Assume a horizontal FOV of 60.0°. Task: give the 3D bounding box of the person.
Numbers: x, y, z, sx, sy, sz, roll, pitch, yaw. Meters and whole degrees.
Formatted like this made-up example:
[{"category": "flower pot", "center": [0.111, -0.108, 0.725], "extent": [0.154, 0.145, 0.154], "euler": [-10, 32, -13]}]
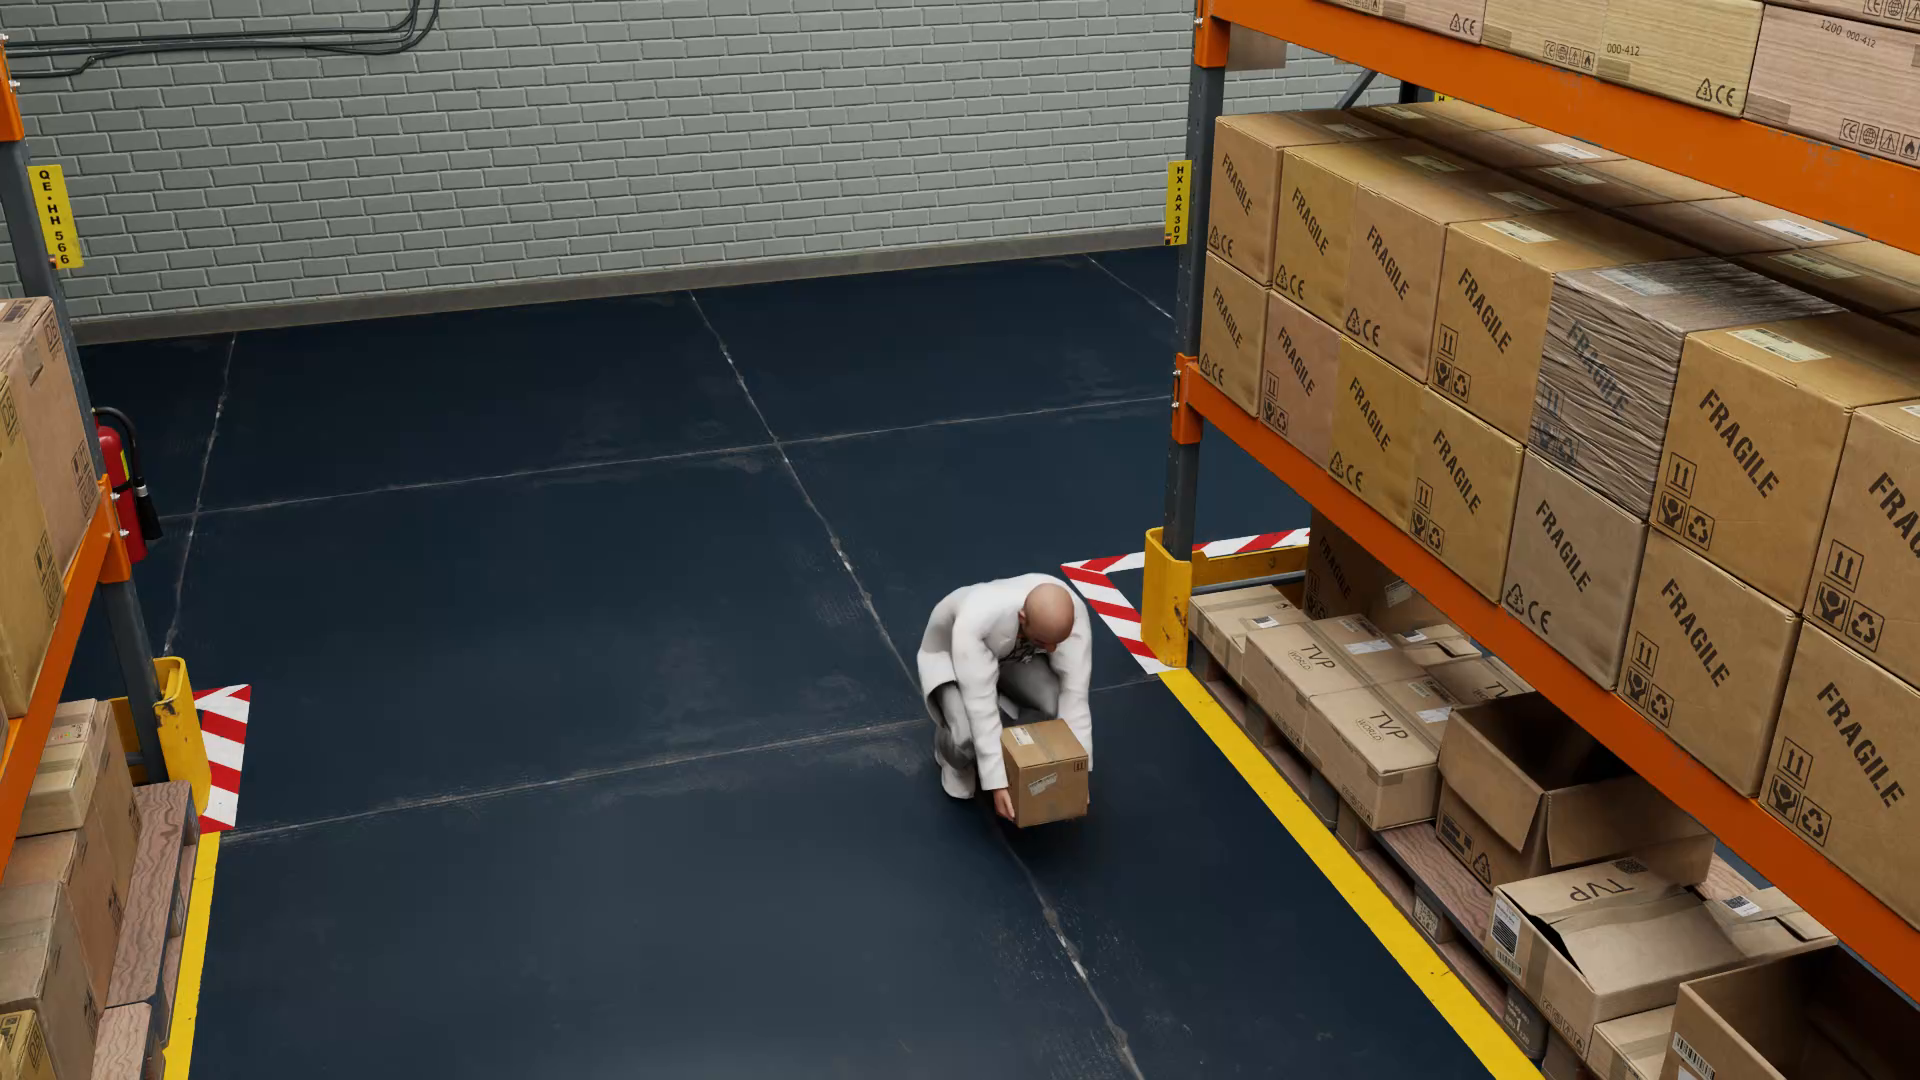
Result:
[{"category": "person", "center": [0.168, 0.511, 5.997], "extent": [0.579, 0.981, 0.936], "euler": [-9, 27, -17]}]
